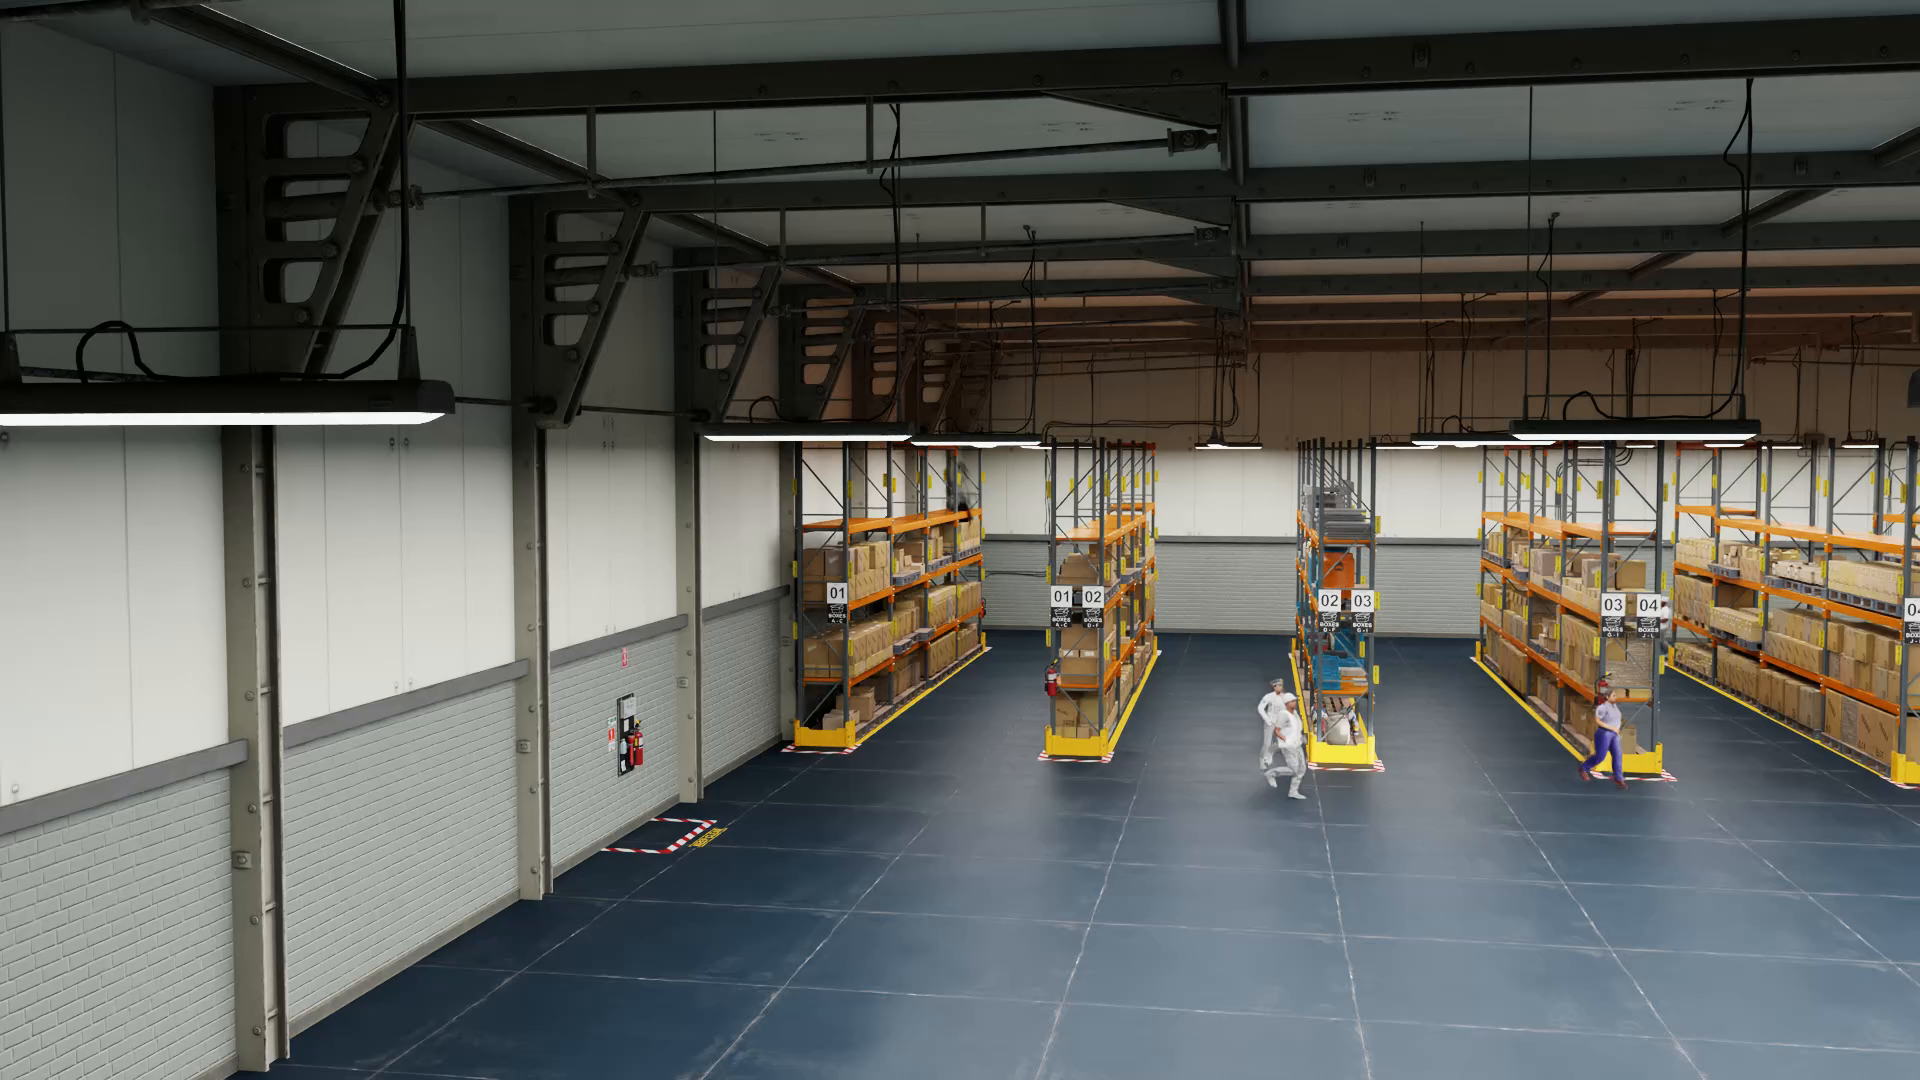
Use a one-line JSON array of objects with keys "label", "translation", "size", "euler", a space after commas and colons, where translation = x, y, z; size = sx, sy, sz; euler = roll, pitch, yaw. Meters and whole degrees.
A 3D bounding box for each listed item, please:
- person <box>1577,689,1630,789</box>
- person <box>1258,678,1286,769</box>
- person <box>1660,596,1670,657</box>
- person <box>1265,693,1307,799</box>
[{"label": "person", "translation": [11.122, 3.393, 28.553], "size": [0.644, 1.644, 0.919], "euler": [-2, 4, -36]}, {"label": "person", "translation": [5.717, 3.321, 30.071], "size": [0.676, 1.642, 0.507], "euler": [-1, 3, -12]}, {"label": "person", "translation": [19.312, 2.438, 45.722], "size": [0.774, 1.798, 0.693], "euler": [0, 3, -5]}, {"label": "person", "translation": [5.423, 3.401, 27.546], "size": [0.680, 1.747, 0.682], "euler": [2, 4, 35]}]
